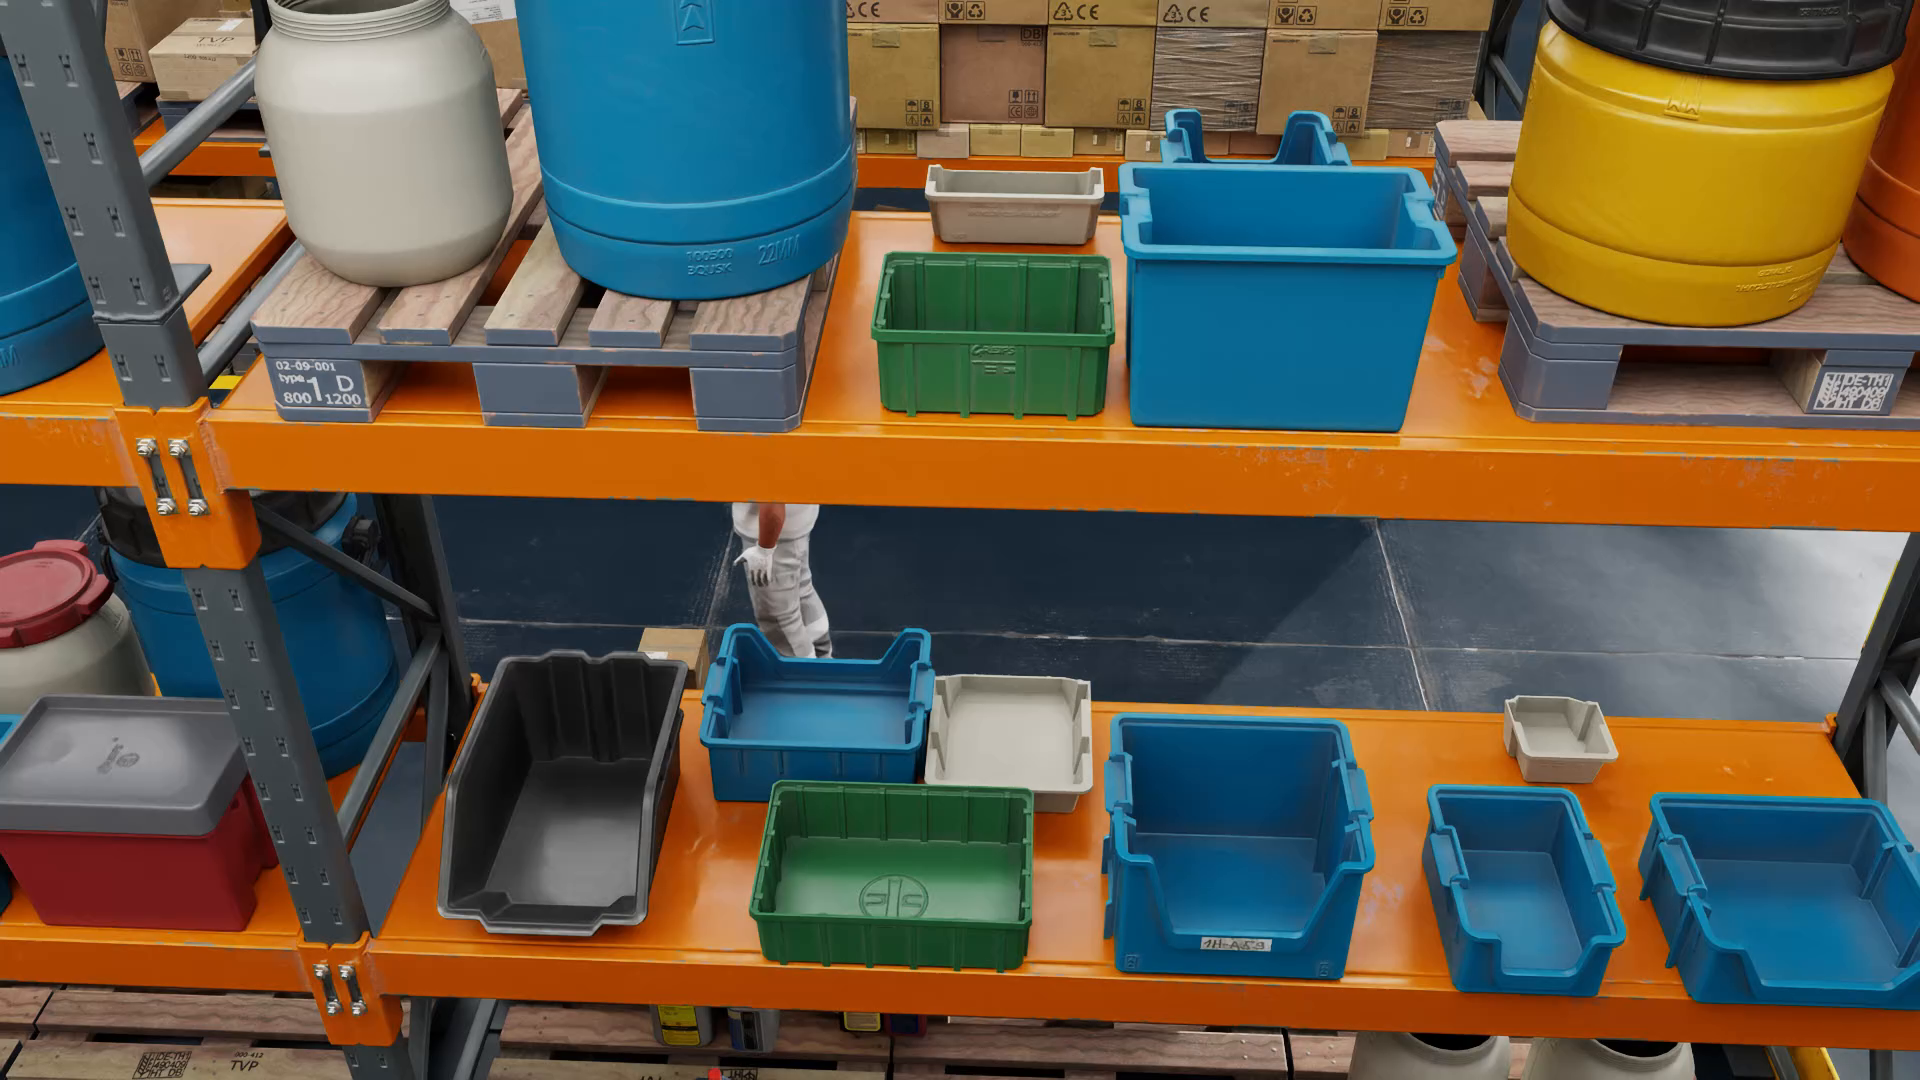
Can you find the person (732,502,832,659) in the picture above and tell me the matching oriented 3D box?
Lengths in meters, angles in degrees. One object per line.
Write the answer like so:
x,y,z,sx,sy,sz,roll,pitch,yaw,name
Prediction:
-0.685,-0.063,6.234,0.336,1.812,0.524,2,35,3,person
